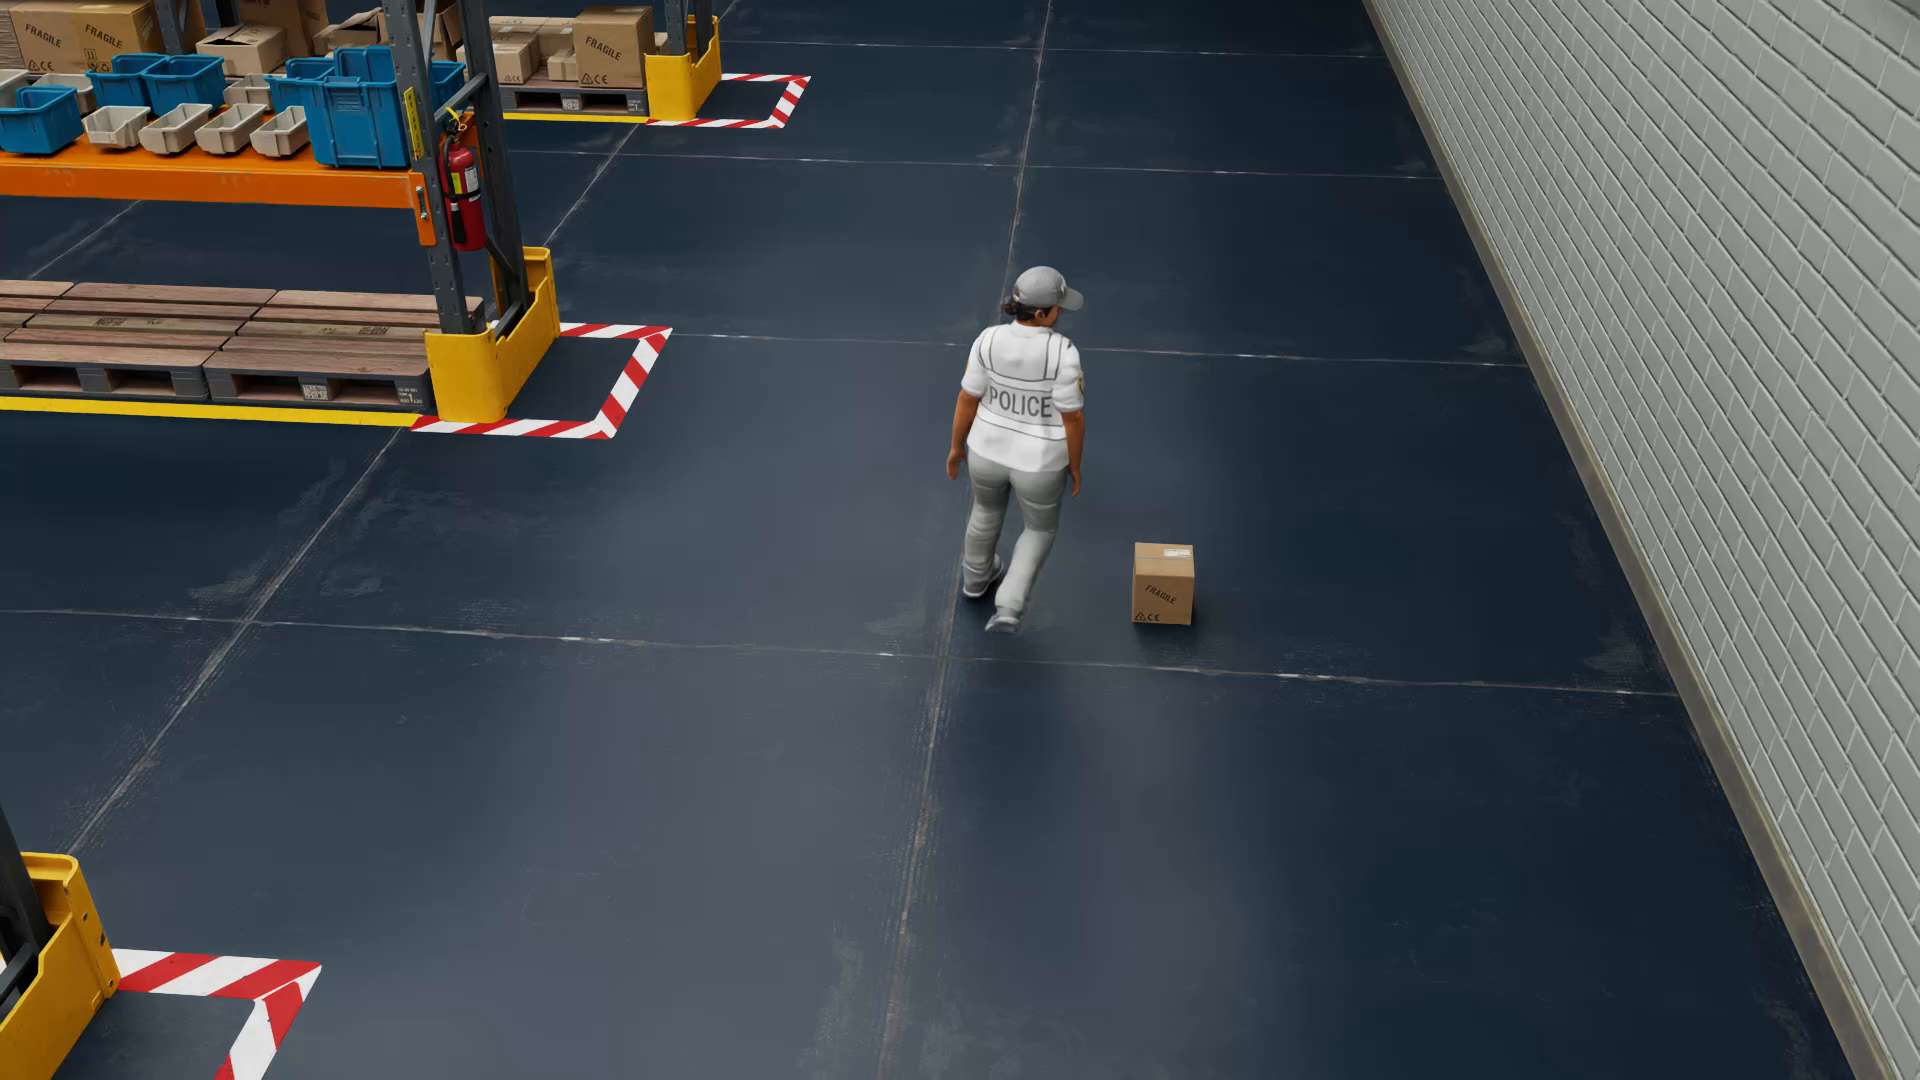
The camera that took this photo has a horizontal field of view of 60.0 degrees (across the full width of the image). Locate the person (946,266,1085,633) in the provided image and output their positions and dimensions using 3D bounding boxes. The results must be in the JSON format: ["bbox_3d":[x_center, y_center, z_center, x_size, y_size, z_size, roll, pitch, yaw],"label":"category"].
[{"bbox_3d":[0.222,-0.352,6.691,0.576,1.604,0.758,10,33,15],"label":"person"}]
